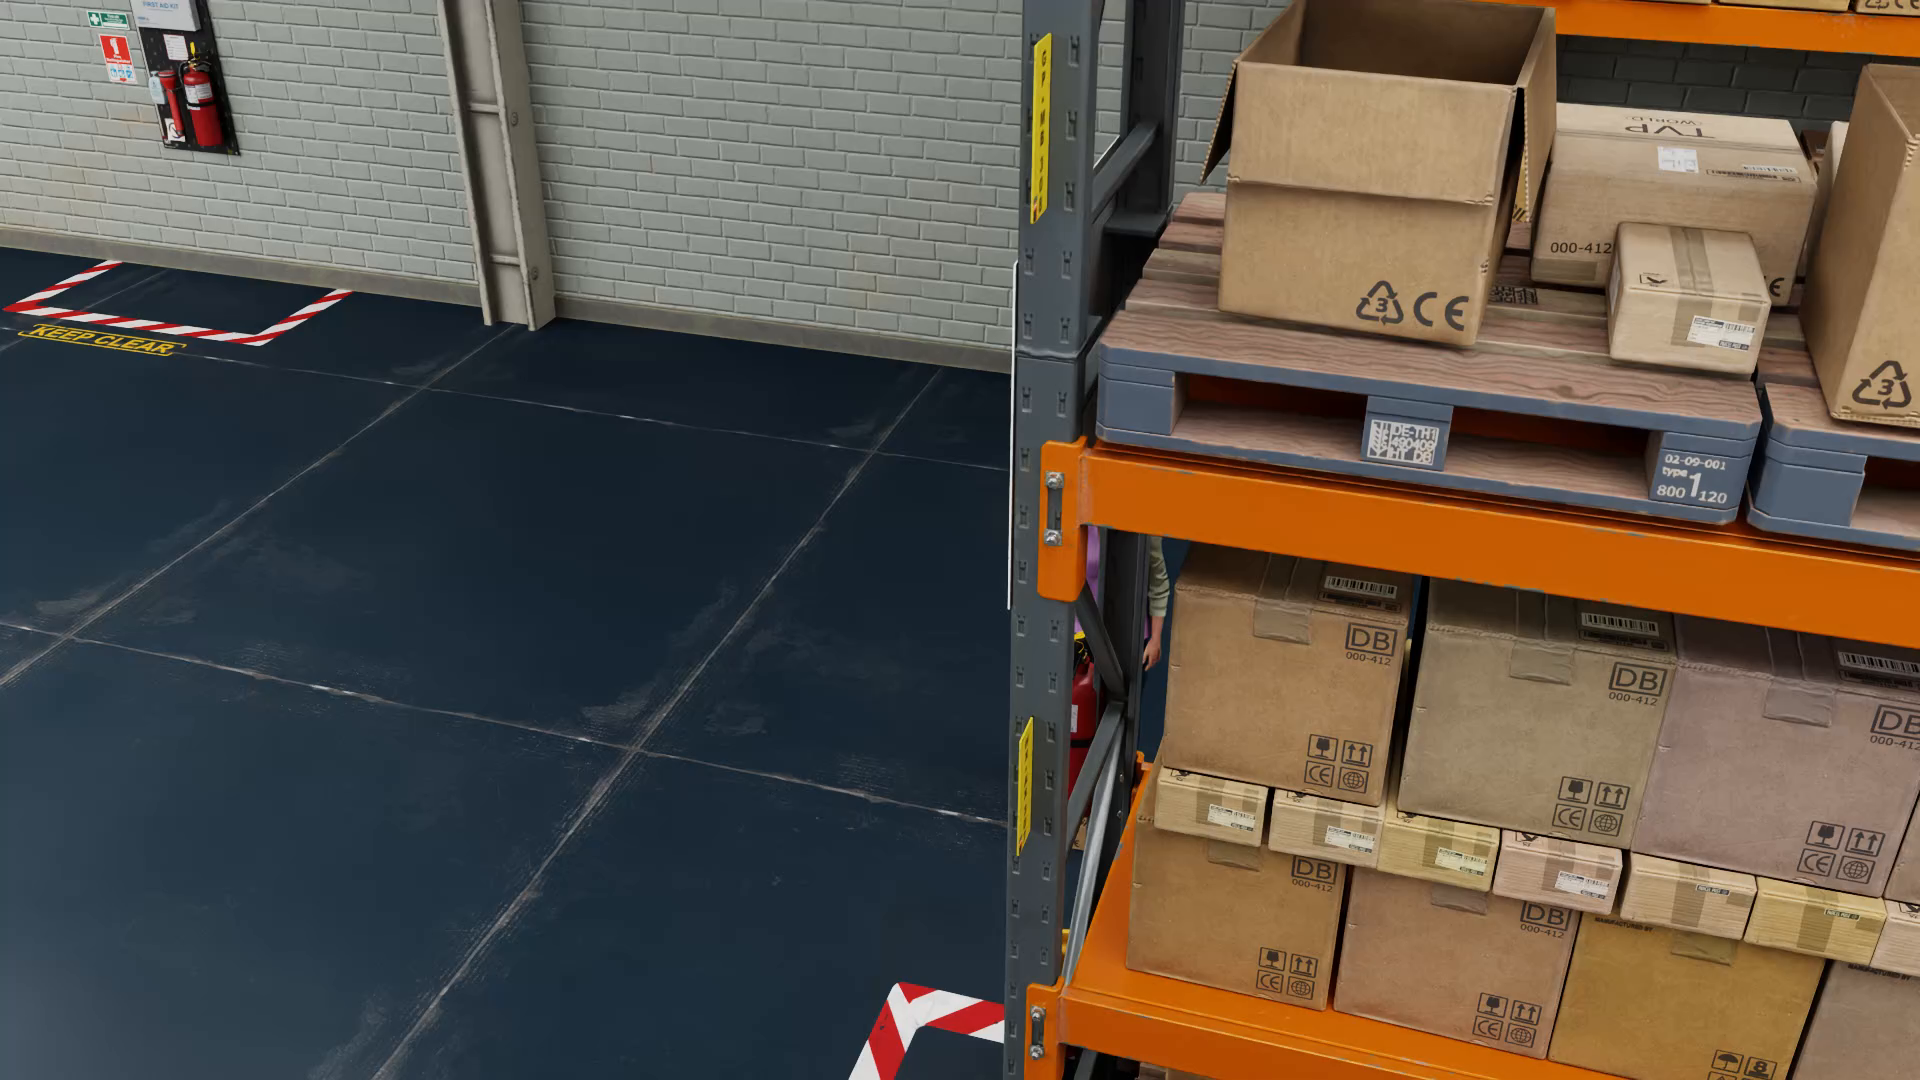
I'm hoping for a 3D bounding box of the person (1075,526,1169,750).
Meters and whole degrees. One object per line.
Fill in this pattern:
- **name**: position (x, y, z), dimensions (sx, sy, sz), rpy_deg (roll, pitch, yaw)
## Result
- **person**: position (0.574, 0.367, 6.504), dimensions (0.462, 1.582, 0.343), rpy_deg (9, 31, 15)
